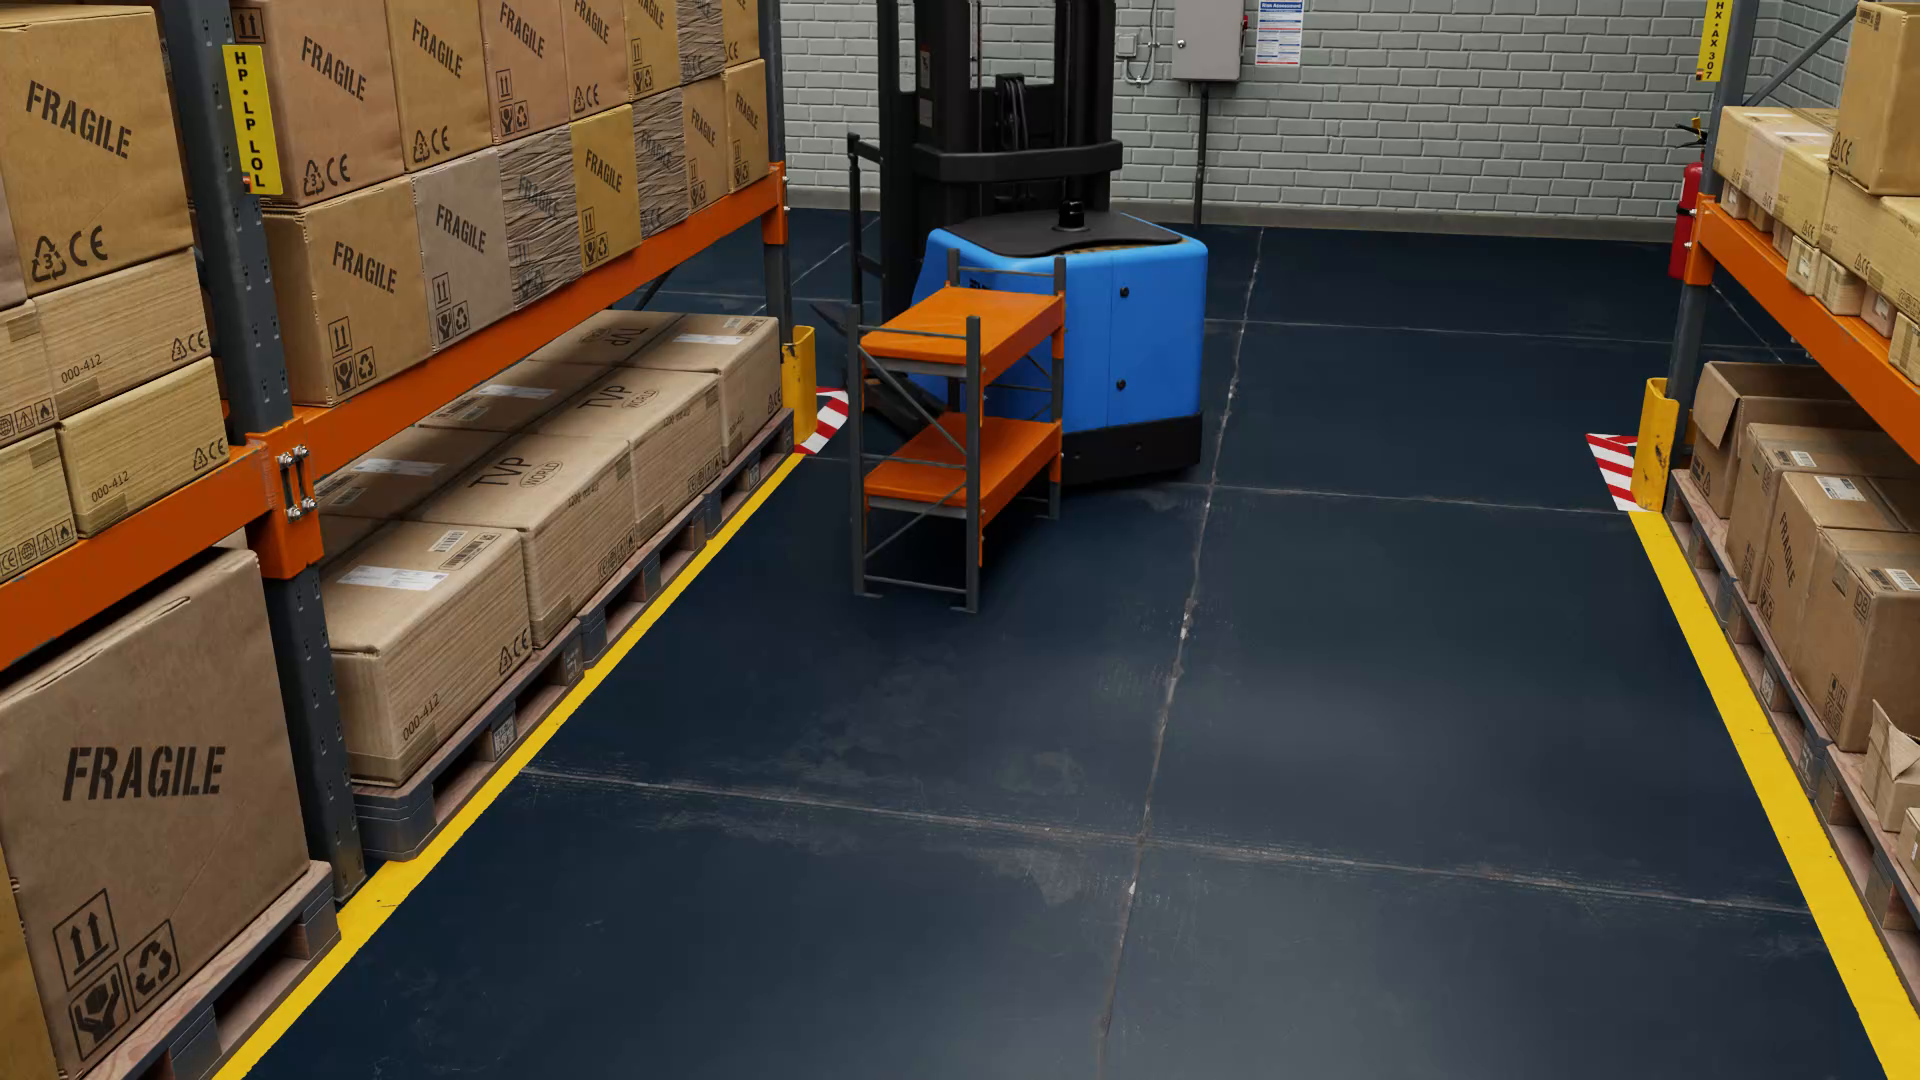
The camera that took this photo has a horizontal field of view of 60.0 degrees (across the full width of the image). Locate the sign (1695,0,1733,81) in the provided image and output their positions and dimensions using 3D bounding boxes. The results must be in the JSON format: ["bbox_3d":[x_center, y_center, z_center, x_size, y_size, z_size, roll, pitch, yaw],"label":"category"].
[{"bbox_3d":[3.024,-2.006,6.659,0.100,0.325,0.005,4,22,11],"label":"sign"}]

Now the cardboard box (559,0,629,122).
[{"bbox_3d":[-1.457,-1.698,5.581,0.500,0.500,0.500,4,22,11],"label":"cardboard box"}]

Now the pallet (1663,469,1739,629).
[{"bbox_3d":[3.378,0.050,6.446,1.003,0.211,1.213,4,22,11],"label":"pallet"}]

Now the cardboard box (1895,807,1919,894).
[{"bbox_3d":[2.565,0.802,4.102,0.380,0.149,0.250,4,22,9],"label":"cardboard box"}]

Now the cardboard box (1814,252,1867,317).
[{"bbox_3d":[2.874,-0.782,5.116,0.380,0.149,0.250,5,22,12],"label":"cardboard box"}]

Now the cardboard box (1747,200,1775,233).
[{"bbox_3d":[3.213,-1.250,6.279,0.380,0.149,0.250,5,22,12],"label":"cardboard box"}]

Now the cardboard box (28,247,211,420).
[{"bbox_3d":[-1.973,-0.459,3.511,0.500,0.250,0.500,4,22,11],"label":"cardboard box"}]

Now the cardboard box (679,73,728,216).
[{"bbox_3d":[-1.261,-1.607,6.695,0.500,0.500,0.500,4,22,10],"label":"cardboard box"}]

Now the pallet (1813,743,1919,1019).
[{"bbox_3d":[2.880,0.943,4.231,1.003,0.211,1.213,4,22,11],"label":"pallet"}]

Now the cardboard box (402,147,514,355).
[{"bbox_3d":[-1.662,-0.859,4.836,0.500,0.500,0.500,5,22,11],"label":"cardboard box"}]

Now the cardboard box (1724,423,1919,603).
[{"bbox_3d":[3.125,-0.072,5.801,0.700,0.500,0.500,5,23,13],"label":"cardboard box"}]

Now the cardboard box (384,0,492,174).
[{"bbox_3d":[-1.678,-1.327,4.661,0.500,0.500,0.500,4,22,10],"label":"cardboard box"}]

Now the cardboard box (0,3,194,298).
[{"bbox_3d":[-1.966,-0.805,3.364,0.500,0.500,0.500,5,23,13],"label":"cardboard box"}]

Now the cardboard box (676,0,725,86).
[{"bbox_3d":[-1.248,-2.062,6.486,0.500,0.500,0.500,5,22,11],"label":"cardboard box"}]

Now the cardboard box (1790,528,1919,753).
[{"bbox_3d":[2.913,0.308,4.858,0.700,0.500,0.500,4,22,9],"label":"cardboard box"}]

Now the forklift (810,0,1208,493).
[{"bbox_3d":[0.037,-2.076,8.084,1.130,2.935,3.031,-9,24,-22],"label":"forklift"}]

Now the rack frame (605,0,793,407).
[{"bbox_3d":[-1.305,-1.940,7.655,1.000,3.000,0.127,4,22,11],"label":"rack frame"}]

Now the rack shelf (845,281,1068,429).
[{"bbox_3d":[0.010,-0.732,6.382,0.538,0.278,1.000,8,23,19],"label":"rack shelf"}]

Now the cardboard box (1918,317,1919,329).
[{"bbox_3d":[2.692,-0.557,4.025,0.500,0.250,0.500,5,22,11],"label":"cardboard box"}]

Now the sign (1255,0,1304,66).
[{"bbox_3d":[2.375,-3.784,12.362,0.329,0.494,0.001,4,22,11],"label":"sign"}]

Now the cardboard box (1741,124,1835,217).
[{"bbox_3d":[3.096,-1.301,5.872,0.500,0.250,0.500,5,22,11],"label":"cardboard box"}]

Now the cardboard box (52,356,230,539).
[{"bbox_3d":[-1.966,-0.224,3.595,0.500,0.250,0.500,4,22,10],"label":"cardboard box"}]

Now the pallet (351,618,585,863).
[{"bbox_3d":[-1.889,0.545,5.219,1.003,0.211,1.213,4,22,11],"label":"pallet"}]

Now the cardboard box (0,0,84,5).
[{"bbox_3d":[-2.295,-1.181,4.298,0.500,0.500,0.500,4,22,10],"label":"cardboard box"}]

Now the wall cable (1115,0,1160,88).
[{"bbox_3d":[1.214,-4.371,12.332,0.588,1.984,0.122,4,22,11],"label":"wall cable"}]

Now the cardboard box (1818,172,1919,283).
[{"bbox_3d":[2.913,-0.927,4.943,0.500,0.250,0.500,4,22,10],"label":"cardboard box"}]

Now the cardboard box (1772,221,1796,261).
[{"bbox_3d":[3.082,-1.064,5.816,0.380,0.149,0.250,5,23,13],"label":"cardboard box"}]

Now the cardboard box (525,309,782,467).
[{"bbox_3d":[-1.342,-0.697,7.437,0.875,0.438,0.875,4,22,9],"label":"cardboard box"}]

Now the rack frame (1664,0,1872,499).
[{"bbox_3d":[3.555,-1.563,6.719,1.000,3.000,0.127,4,22,11],"label":"rack frame"}]

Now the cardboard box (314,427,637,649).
[{"bbox_3d":[-1.706,-0.032,5.786,0.875,0.438,0.875,4,22,9],"label":"cardboard box"}]

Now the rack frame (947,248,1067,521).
[{"bbox_3d":[0.187,-0.639,6.934,0.500,1.125,0.032,8,23,19],"label":"rack frame"}]

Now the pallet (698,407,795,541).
[{"bbox_3d":[-1.391,-0.348,7.435,1.003,0.211,1.213,4,22,11],"label":"pallet"}]

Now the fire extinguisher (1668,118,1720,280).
[{"bbox_3d":[3.133,-1.443,7.024,0.296,0.674,0.183,4,22,11],"label":"fire extinguisher"}]

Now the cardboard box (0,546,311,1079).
[{"bbox_3d":[-2.169,0.547,3.763,0.875,0.875,0.875,5,23,13],"label":"cardboard box"}]

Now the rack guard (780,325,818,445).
[{"bbox_3d":[-1.300,-0.789,8.144,1.175,0.500,0.348,4,22,11],"label":"rack guard"}]

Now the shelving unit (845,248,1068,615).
[{"bbox_3d":[0.010,-0.461,6.492,0.538,1.125,1.048,8,23,19],"label":"shelving unit"}]

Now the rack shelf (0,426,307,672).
[{"bbox_3d":[-2.529,0.588,2.341,1.077,0.370,4.000,4,22,11],"label":"rack shelf"}]

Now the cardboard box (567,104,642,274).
[{"bbox_3d":[-1.449,-1.228,5.755,0.500,0.500,0.500,5,22,13],"label":"cardboard box"}]

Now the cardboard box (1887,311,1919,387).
[{"bbox_3d":[2.723,-0.502,4.422,0.380,0.149,0.250,4,22,10],"label":"cardboard box"}]
